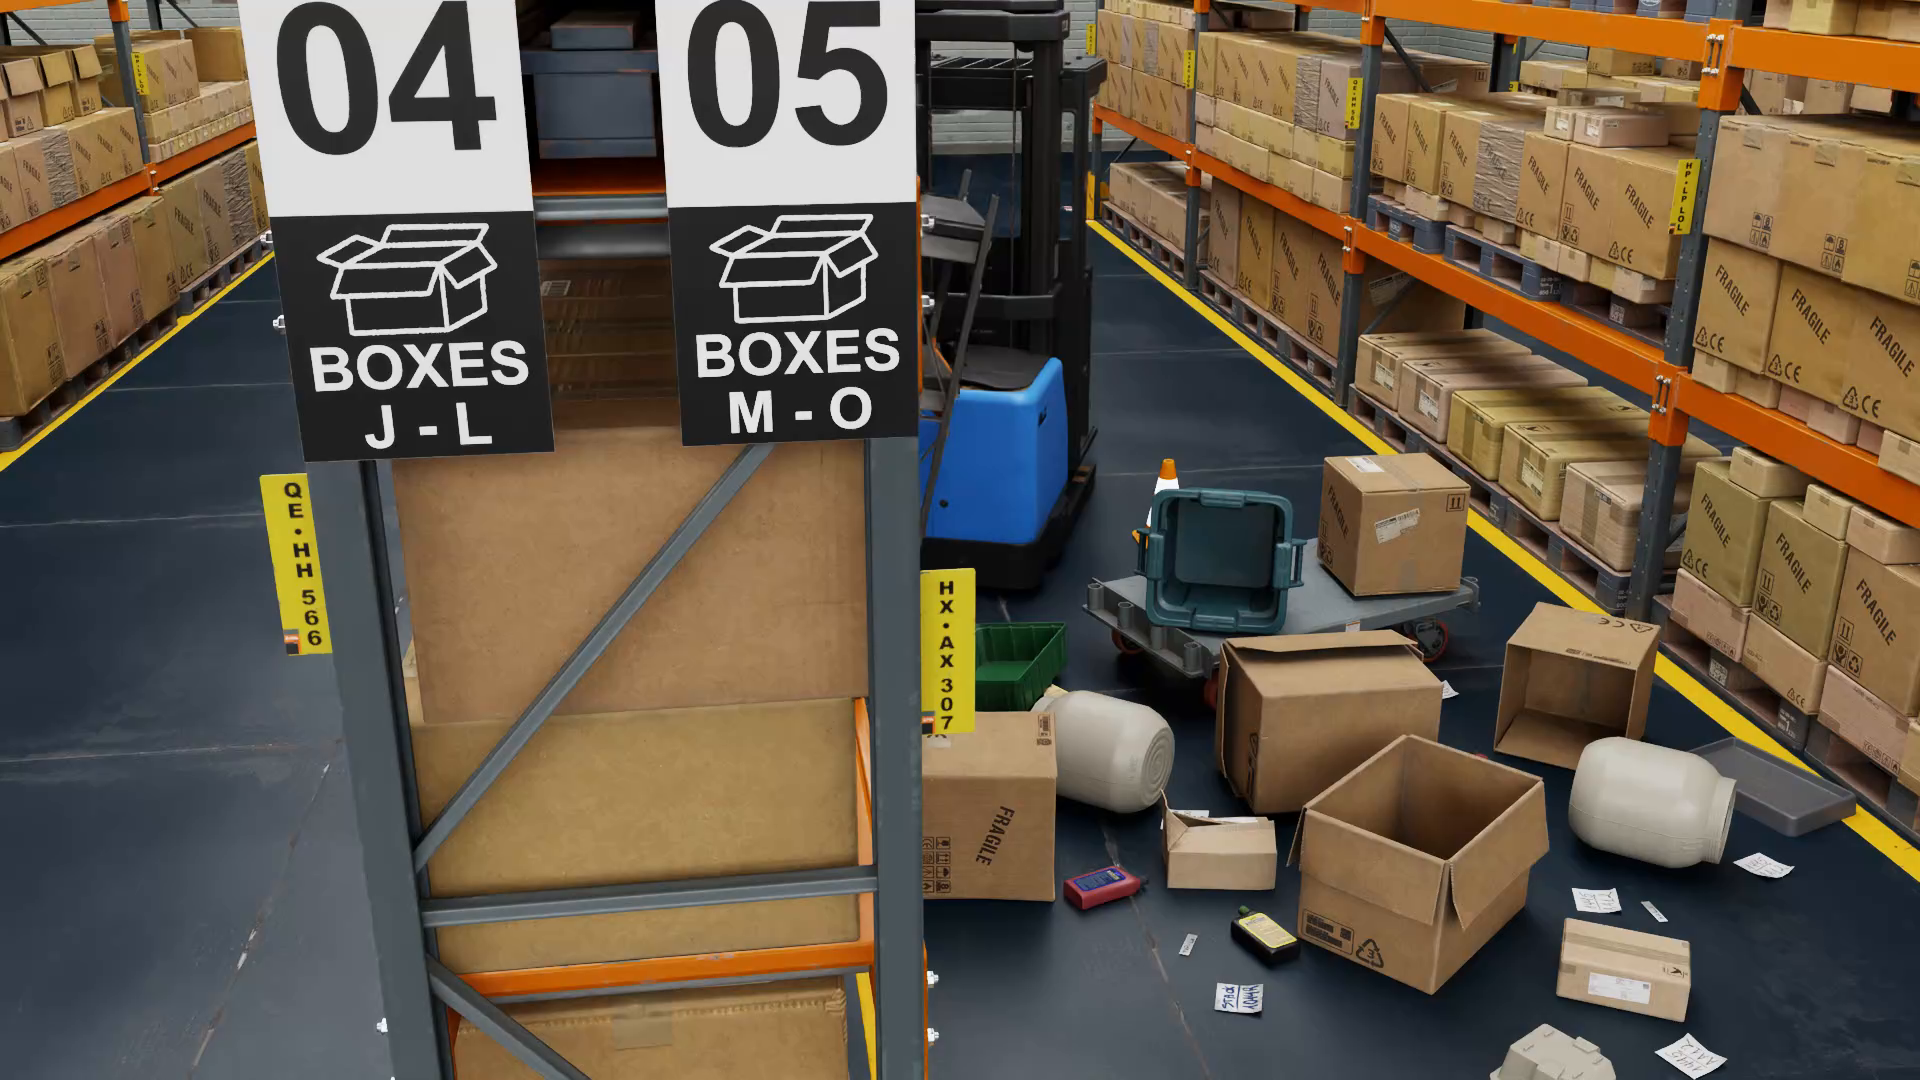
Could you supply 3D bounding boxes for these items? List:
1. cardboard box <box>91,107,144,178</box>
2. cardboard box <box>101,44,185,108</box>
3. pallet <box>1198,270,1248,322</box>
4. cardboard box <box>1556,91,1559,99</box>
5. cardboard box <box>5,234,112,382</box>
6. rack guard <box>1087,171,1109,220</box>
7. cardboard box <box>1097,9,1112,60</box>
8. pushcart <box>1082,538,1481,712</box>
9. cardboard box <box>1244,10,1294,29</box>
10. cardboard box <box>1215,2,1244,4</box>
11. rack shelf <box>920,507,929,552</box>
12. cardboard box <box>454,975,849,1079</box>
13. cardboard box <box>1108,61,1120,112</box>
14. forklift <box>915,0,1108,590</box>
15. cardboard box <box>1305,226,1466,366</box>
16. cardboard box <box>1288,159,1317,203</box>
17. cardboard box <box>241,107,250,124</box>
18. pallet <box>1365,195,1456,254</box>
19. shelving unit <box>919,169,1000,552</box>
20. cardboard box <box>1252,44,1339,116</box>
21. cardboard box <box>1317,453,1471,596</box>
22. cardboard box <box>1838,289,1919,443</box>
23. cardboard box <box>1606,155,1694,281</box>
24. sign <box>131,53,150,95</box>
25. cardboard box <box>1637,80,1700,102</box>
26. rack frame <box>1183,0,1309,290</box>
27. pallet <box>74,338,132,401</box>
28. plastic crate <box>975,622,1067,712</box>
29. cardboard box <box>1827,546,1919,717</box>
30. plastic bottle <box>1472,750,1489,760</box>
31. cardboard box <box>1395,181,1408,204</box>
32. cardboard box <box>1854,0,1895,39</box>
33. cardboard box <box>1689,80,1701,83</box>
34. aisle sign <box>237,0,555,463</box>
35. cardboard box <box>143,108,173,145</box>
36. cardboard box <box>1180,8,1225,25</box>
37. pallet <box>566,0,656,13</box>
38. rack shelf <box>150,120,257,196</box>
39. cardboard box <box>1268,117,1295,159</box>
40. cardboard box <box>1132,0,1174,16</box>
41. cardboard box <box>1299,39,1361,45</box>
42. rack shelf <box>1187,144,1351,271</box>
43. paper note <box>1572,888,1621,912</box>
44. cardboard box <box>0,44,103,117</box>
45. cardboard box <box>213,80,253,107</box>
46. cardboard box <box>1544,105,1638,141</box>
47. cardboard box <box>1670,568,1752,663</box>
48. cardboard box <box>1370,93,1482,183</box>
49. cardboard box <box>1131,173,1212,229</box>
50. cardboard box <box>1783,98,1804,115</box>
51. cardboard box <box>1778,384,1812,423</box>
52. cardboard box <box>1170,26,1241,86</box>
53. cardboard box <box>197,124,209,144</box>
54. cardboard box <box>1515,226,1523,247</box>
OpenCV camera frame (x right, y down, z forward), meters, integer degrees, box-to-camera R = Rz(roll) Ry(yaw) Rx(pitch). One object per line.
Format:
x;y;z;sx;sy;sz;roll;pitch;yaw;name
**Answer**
-6.887;-3.164;13.257;0.500;0.500;0.500;-3;21;-8;cardboard box
-7.104;-4.035;14.451;0.500;0.500;0.500;-3;21;-8;cardboard box
2.767;-2.195;14.793;1.003;0.211;1.213;-3;21;-8;pallet
6.823;-4.891;18.383;0.380;0.149;0.250;-2;21;-6;cardboard box
-6.848;-1.631;11.732;1.225;0.875;0.875;-3;21;-8;cardboard box
2.001;-3.987;19.178;1.175;0.500;0.348;-3;21;-8;rack guard
1.792;-5.485;18.042;0.500;0.500;0.500;-3;21;-9;cardboard box
1.486;0.365;7.698;1.648;0.377;0.936;-11;23;-26;pushcart
2.793;-4.707;15.032;0.380;0.149;0.250;-3;21;-9;cardboard box
2.592;-5.235;16.446;0.380;0.149;0.250;-3;21;-8;cardboard box
-0.449;-0.019;8.011;0.431;0.518;0.480;6;24;-18;rack shelf
-0.736;1.241;4.042;0.875;0.875;0.875;-3;21;-7;cardboard box
1.890;-4.842;17.752;0.500;0.500;0.500;-3;21;-9;cardboard box
0.199;-1.606;9.328;1.130;2.935;3.031;5;21;12;forklift
3.141;-1.825;12.252;0.875;0.875;0.875;-3;21;-8;cardboard box
2.739;-2.648;12.233;0.500;0.250;0.500;-3;21;-7;cardboard box
-7.350;-4.249;16.663;0.380;0.149;0.250;-3;21;-8;cardboard box
3.366;-2.049;10.689;1.213;0.211;1.003;-3;21;-8;pallet
-0.299;-0.661;7.738;0.431;2.100;0.503;6;24;-18;shelving unit
2.612;-3.586;12.959;0.500;0.500;0.500;-3;21;-9;cardboard box
1.978;-0.079;7.631;0.500;0.500;0.500;-3;21;-8;cardboard box
3.677;-0.668;6.149;0.500;0.500;0.500;-3;21;-8;cardboard box
3.441;-1.527;7.848;0.500;0.500;0.500;-3;21;-9;cardboard box
-6.689;-3.801;13.565;0.100;0.325;0.005;-3;21;-8;sign
7.091;-4.423;16.559;0.500;0.250;0.500;-3;21;-8;cardboard box
2.582;-3.765;15.010;1.000;3.000;0.127;-3;21;-8;rack frame
-6.860;-1.272;12.321;1.003;0.211;1.213;-3;21;-8;pallet
0.172;0.574;7.329;0.450;0.188;0.662;-2;18;24;plastic crate
3.714;0.327;6.311;0.500;0.500;0.500;-2;21;-5;cardboard box
2.065;0.923;6.658;0.133;0.061;0.283;1;20;2;plastic bottle
3.028;-2.238;10.679;0.380;0.149;0.250;-4;21;-11;cardboard box
3.664;-1.989;6.326;0.380;0.149;0.250;-3;21;-8;cardboard box
7.609;-4.444;16.617;0.500;0.250;0.500;-3;21;-8;cardboard box
-0.859;-0.504;2.563;0.394;0.787;0.004;-3;21;-8;aisle sign
-7.034;-3.510;14.117;0.500;0.250;0.500;-3;21;-9;cardboard box
2.265;-4.858;15.438;0.380;0.149;0.250;-3;21;-8;cardboard box
-0.869;-1.369;4.434;1.003;0.211;1.213;-3;21;-8;pallet
-7.513;-3.621;15.652;1.077;0.370;4.000;-3;21;-8;rack shelf
2.665;-3.053;12.602;0.500;0.250;0.500;-3;21;-9;cardboard box
1.955;-5.382;16.841;0.380;0.149;0.250;-3;21;-7;cardboard box
3.030;-3.783;13.486;0.500;0.500;0.500;-2;21;-6;cardboard box
2.870;-2.736;13.282;1.077;0.370;4.000;-3;21;-8;rack shelf
2.231;1.257;5.822;0.148;0.019;0.142;4;21;11;paper note
-7.125;-3.561;12.888;0.797;0.503;0.637;-3;21;-9;cardboard box
-7.469;-4.565;16.940;0.500;0.250;0.500;-3;21;-9;cardboard box
3.270;-2.162;8.623;0.380;0.149;0.250;-4;21;-10;cardboard box
3.553;0.314;7.418;0.500;0.250;0.500;-4;21;-10;cardboard box
2.994;-2.596;10.710;0.500;0.500;0.500;-4;21;-9;cardboard box
2.339;-3.607;17.647;0.875;0.438;0.875;-2;21;-6;cardboard box
7.313;-3.650;14.294;0.396;0.266;0.258;-2;21;-5;cardboard box
3.619;-0.577;6.833;0.380;0.149;0.250;-3;21;-8;cardboard box
2.240;-4.430;15.218;0.500;0.500;0.500;-3;21;-8;cardboard box
-7.126;-3.716;15.236;0.380;0.149;0.250;-3;21;-7;cardboard box
3.318;-1.689;9.210;0.380;0.149;0.250;-4;21;-10;cardboard box
